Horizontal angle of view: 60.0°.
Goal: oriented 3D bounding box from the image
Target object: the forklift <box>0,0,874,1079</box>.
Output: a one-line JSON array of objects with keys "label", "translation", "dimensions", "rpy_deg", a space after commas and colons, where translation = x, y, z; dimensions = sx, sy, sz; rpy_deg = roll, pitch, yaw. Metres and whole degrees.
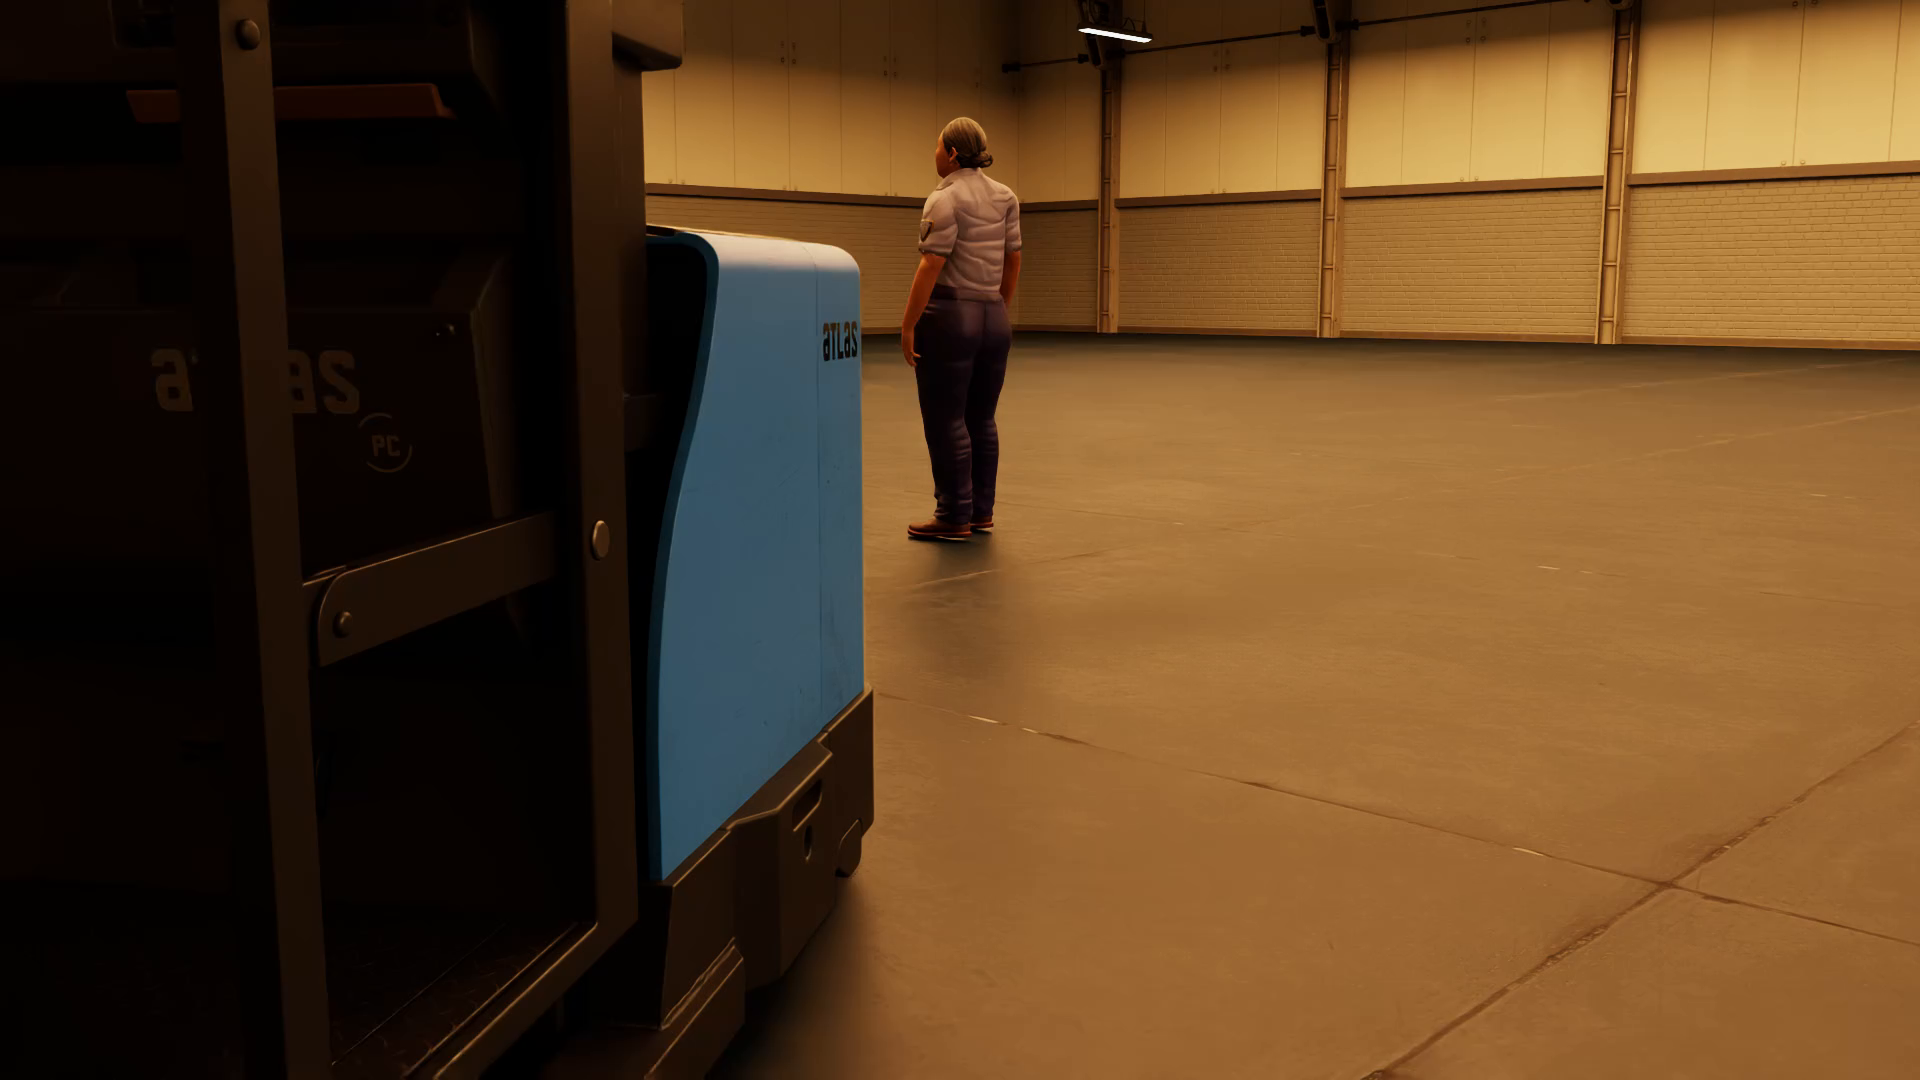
[{"label": "forklift", "translation": [-0.938, -0.688, 1.440], "dimensions": [1.130, 2.935, 3.031], "rpy_deg": [2, 9, 11]}]

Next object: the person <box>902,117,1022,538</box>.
[{"label": "person", "translation": [-0.048, -0.828, 6.672], "dimensions": [0.503, 1.637, 0.598], "rpy_deg": [8, 12, 43]}]
